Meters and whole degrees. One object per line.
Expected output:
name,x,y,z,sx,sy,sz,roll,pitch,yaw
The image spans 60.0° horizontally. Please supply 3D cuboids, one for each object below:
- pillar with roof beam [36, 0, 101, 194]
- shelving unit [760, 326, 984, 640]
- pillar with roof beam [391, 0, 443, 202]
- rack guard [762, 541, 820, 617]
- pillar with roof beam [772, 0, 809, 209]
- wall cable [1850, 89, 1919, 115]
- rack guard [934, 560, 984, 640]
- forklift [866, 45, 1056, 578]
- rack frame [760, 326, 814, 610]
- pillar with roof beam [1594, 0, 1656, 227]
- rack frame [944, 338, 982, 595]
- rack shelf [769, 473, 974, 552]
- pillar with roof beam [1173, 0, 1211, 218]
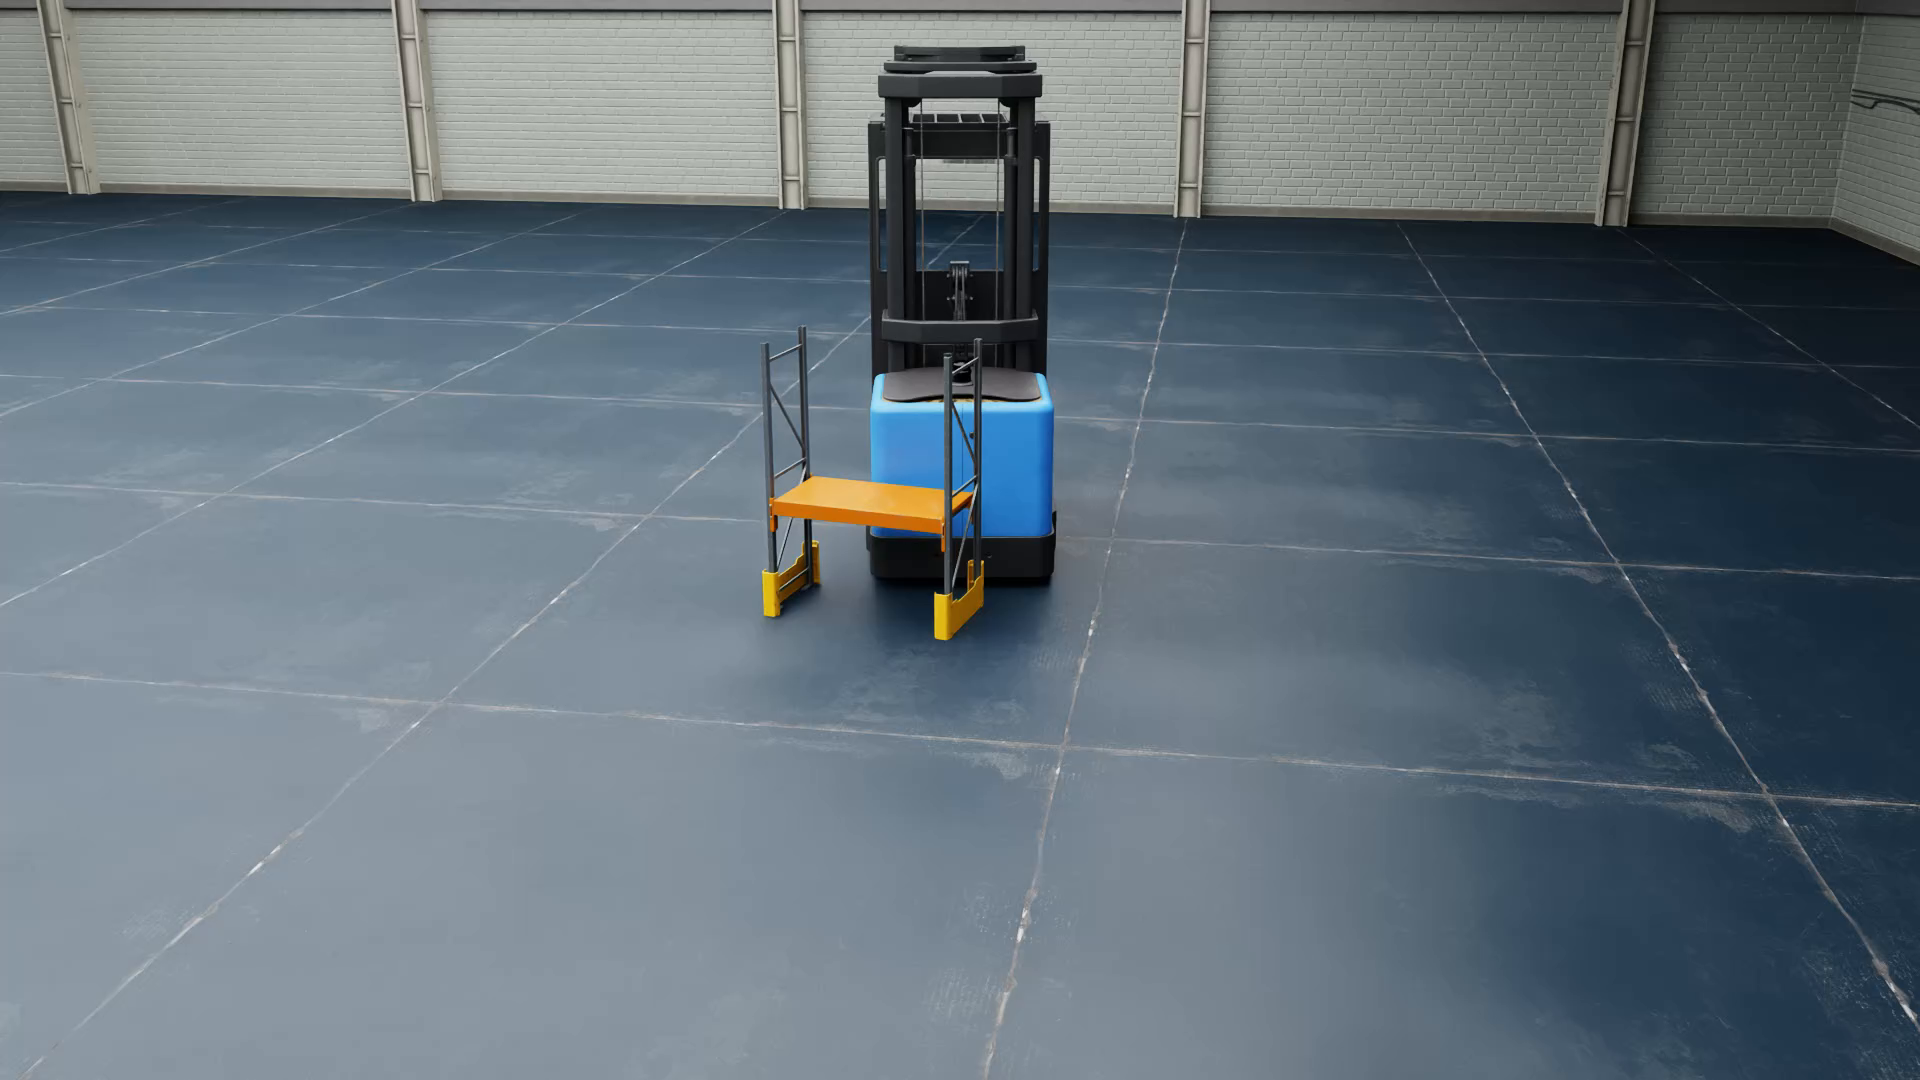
pillar with roof beam,-15.082,-8.630,21.915,0.400,9.000,9.100,3,19,9
shelving unit,-0.469,-0.329,8.922,1.083,1.500,0.587,7,20,19
pillar with roof beam,-9.158,-8.328,21.012,0.400,9.000,9.100,3,19,9
rack guard,-0.937,0.210,9.281,0.087,0.250,0.587,7,20,19
pillar with roof beam,-3.234,-8.026,20.110,0.400,9.000,9.100,3,19,9
wall cable,11.996,-6.736,21.147,0.112,2.526,3.097,3,19,9
rack guard,-0.001,0.318,8.959,0.087,0.250,0.587,7,20,19
forklift,-0.010,-1.589,10.432,1.130,2.935,3.031,0,19,-1
rack frame,-0.939,-0.383,9.083,0.032,1.500,0.500,7,20,19
pillar with roof beam,8.614,-7.422,18.305,0.400,9.000,9.100,3,19,9
rack frame,0.017,-0.273,8.755,0.032,1.500,0.500,7,20,19
rack shelf,-0.461,-0.157,8.976,1.000,0.185,0.538,7,20,19
pillar with roof beam,2.690,-7.724,19.207,0.400,9.000,9.100,3,19,9
